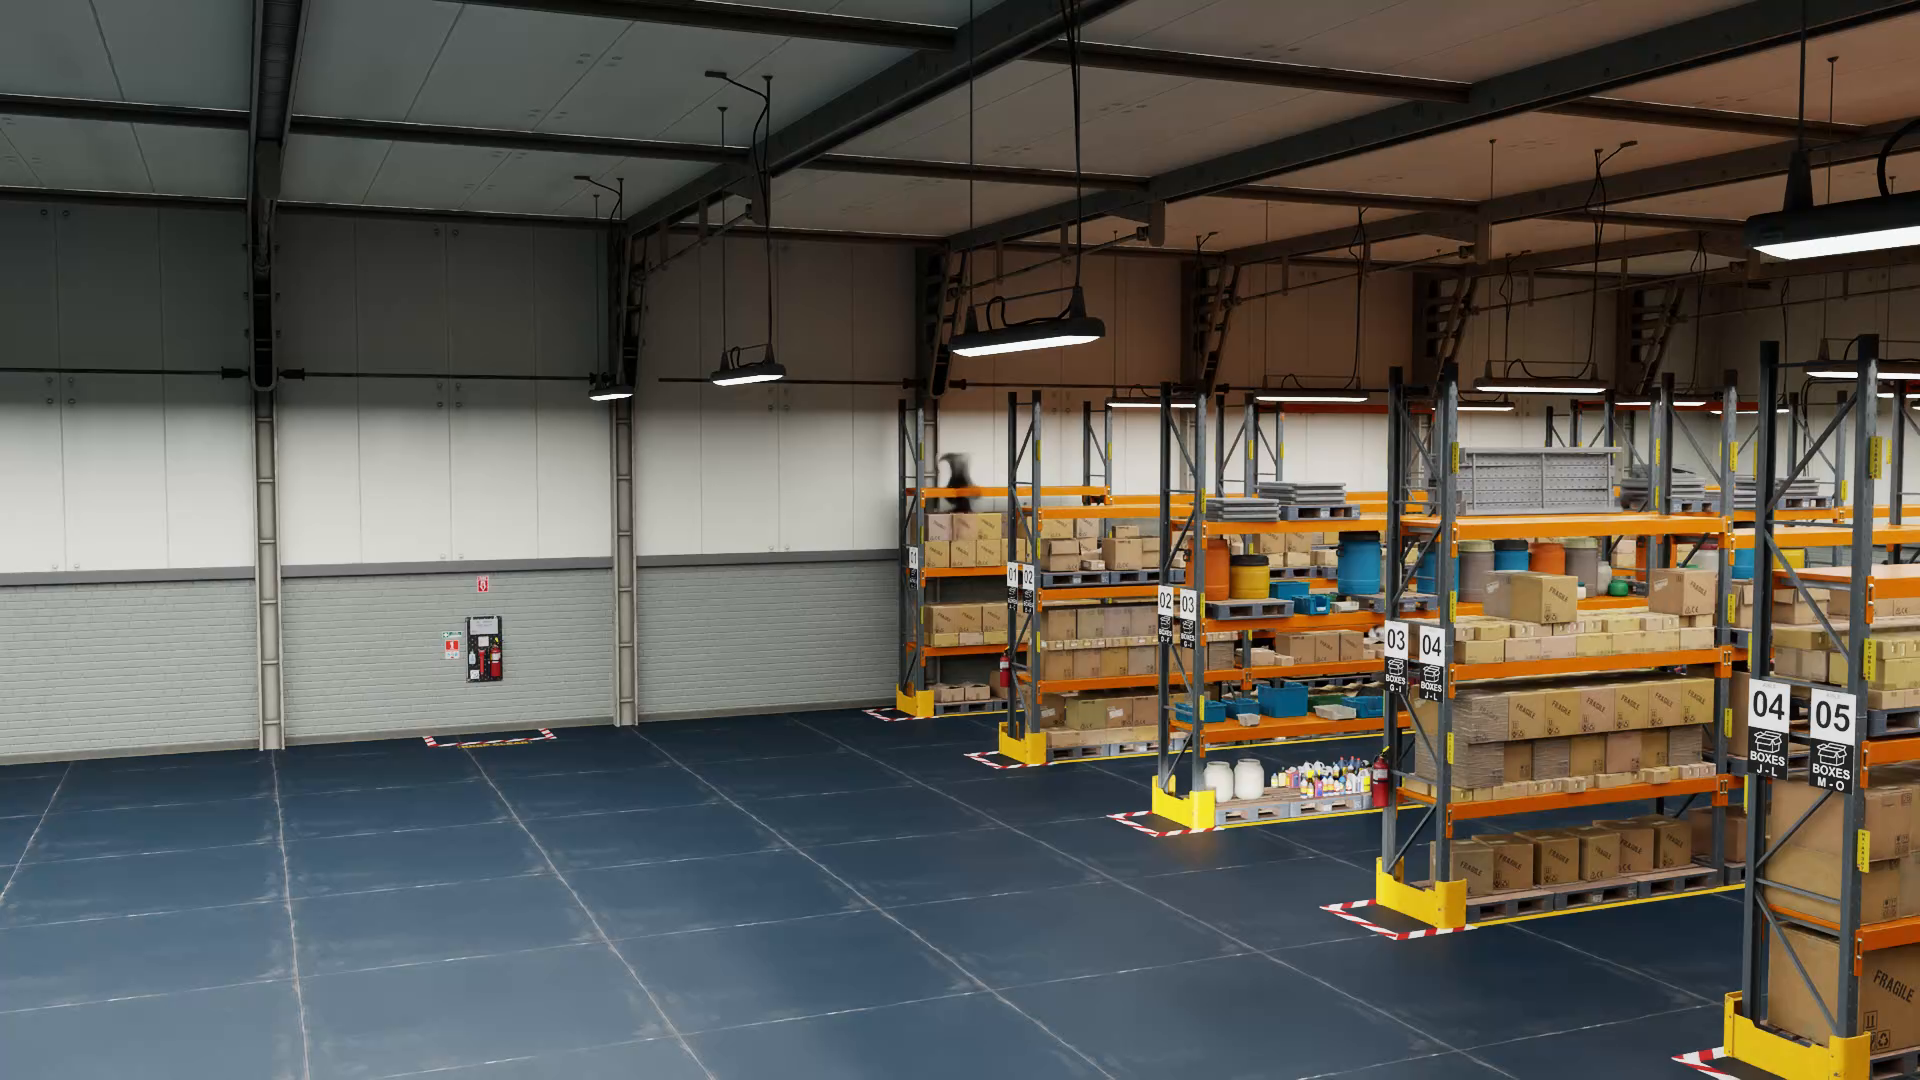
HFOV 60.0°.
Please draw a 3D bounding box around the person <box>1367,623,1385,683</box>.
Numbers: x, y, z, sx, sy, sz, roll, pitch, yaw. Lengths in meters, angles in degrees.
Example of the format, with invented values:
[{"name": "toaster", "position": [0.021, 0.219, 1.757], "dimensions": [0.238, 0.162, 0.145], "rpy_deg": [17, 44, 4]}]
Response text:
[{"name": "person", "position": [8.495, 2.359, 33.605], "dimensions": [0.930, 1.700, 0.544], "rpy_deg": [-2, 4, -29]}]
